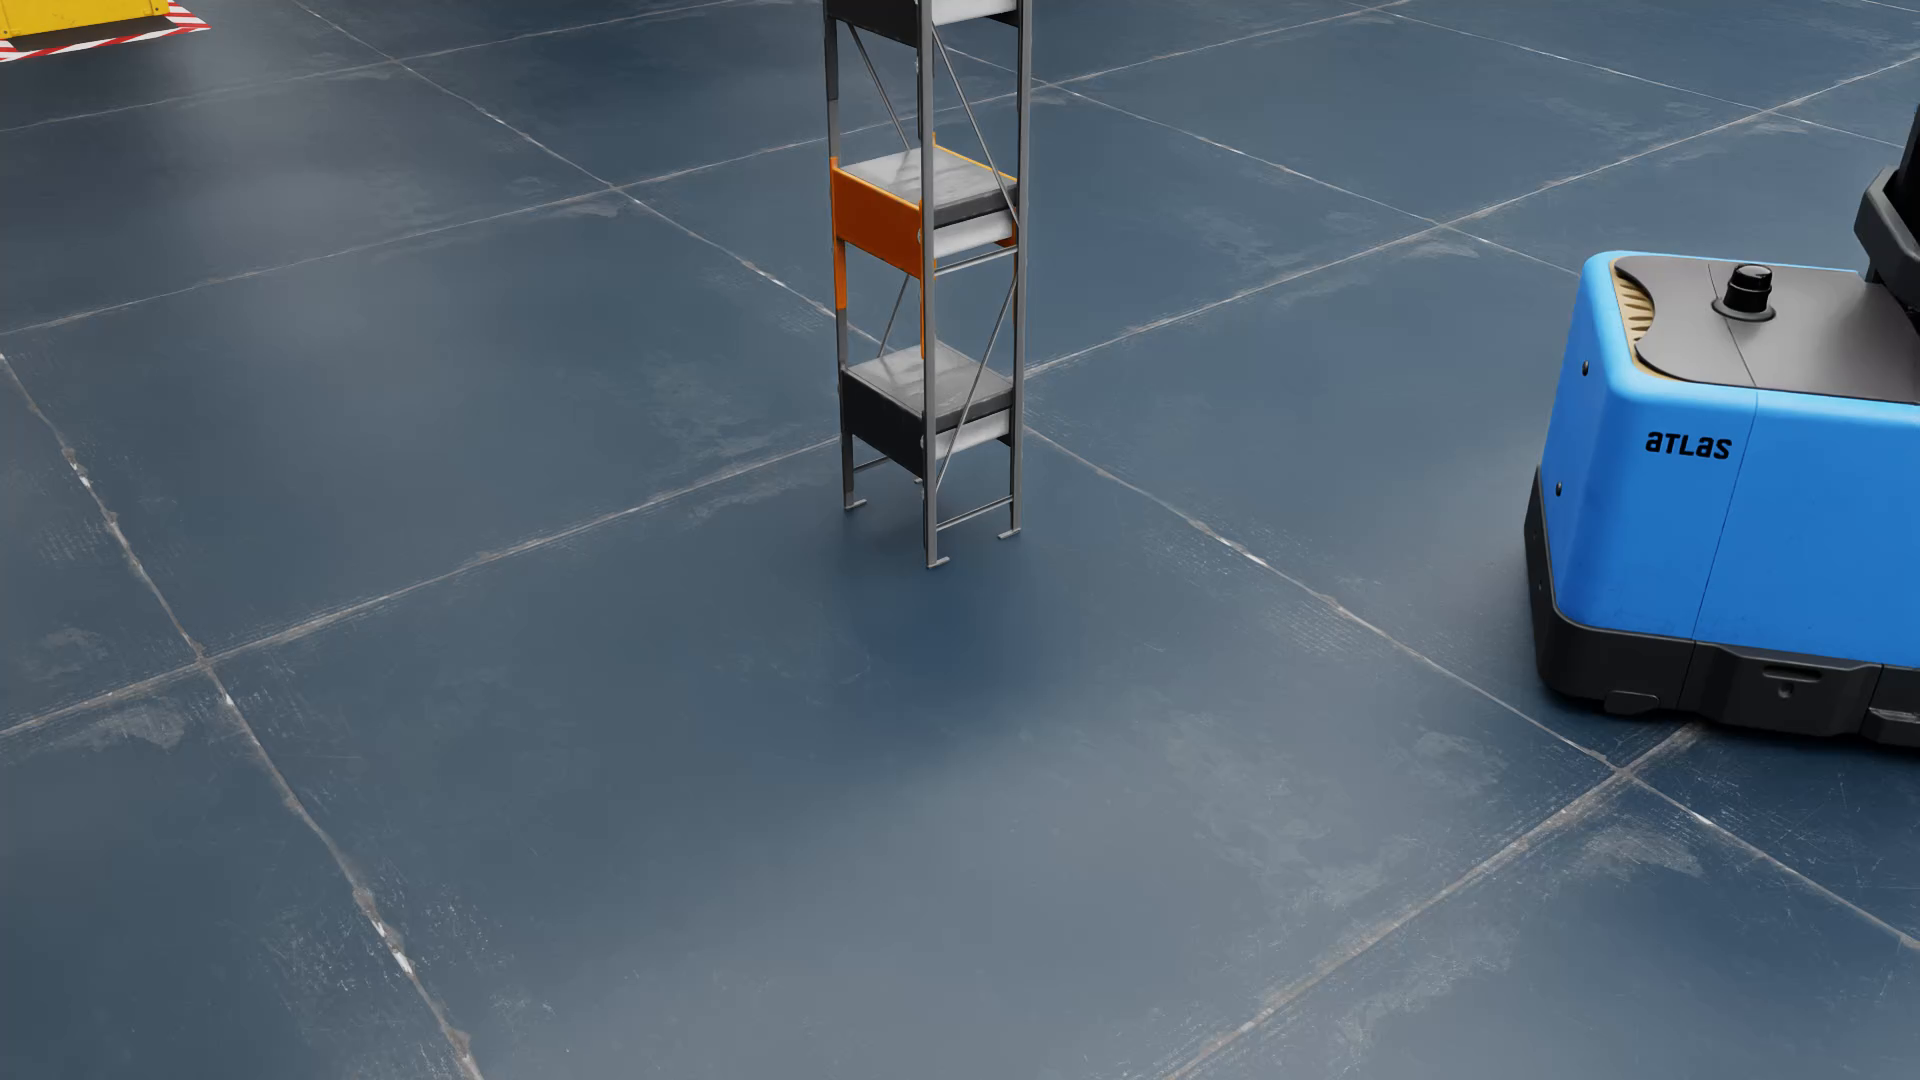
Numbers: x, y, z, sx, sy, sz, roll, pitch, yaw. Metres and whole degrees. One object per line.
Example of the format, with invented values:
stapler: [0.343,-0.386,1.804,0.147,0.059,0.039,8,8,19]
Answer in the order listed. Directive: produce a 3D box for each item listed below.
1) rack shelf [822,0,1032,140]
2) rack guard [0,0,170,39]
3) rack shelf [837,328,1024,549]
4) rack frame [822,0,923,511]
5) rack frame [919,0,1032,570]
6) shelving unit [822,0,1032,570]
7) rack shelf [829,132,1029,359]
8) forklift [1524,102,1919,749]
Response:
rack shelf: [-0.101,-1.544,4.945,0.431,0.518,0.480,-22,38,-31]
rack guard: [-6.129,-3.817,11.421,1.175,0.500,0.348,-22,38,-31]
rack shelf: [-0.102,-0.355,5.684,0.431,0.518,0.480,-22,38,-31]
rack frame: [-0.251,-1.063,5.471,0.400,2.100,0.015,-22,38,-31]
rack frame: [0.048,-0.859,5.143,0.400,2.100,0.015,-22,38,-31]
shelving unit: [-0.101,-0.961,5.307,0.431,2.100,0.503,-22,38,-31]
rack shelf: [-0.101,-0.949,5.314,0.431,0.518,0.480,-22,38,-31]
forklift: [3.301,-0.822,4.295,3.031,2.935,1.130,7,33,11]
